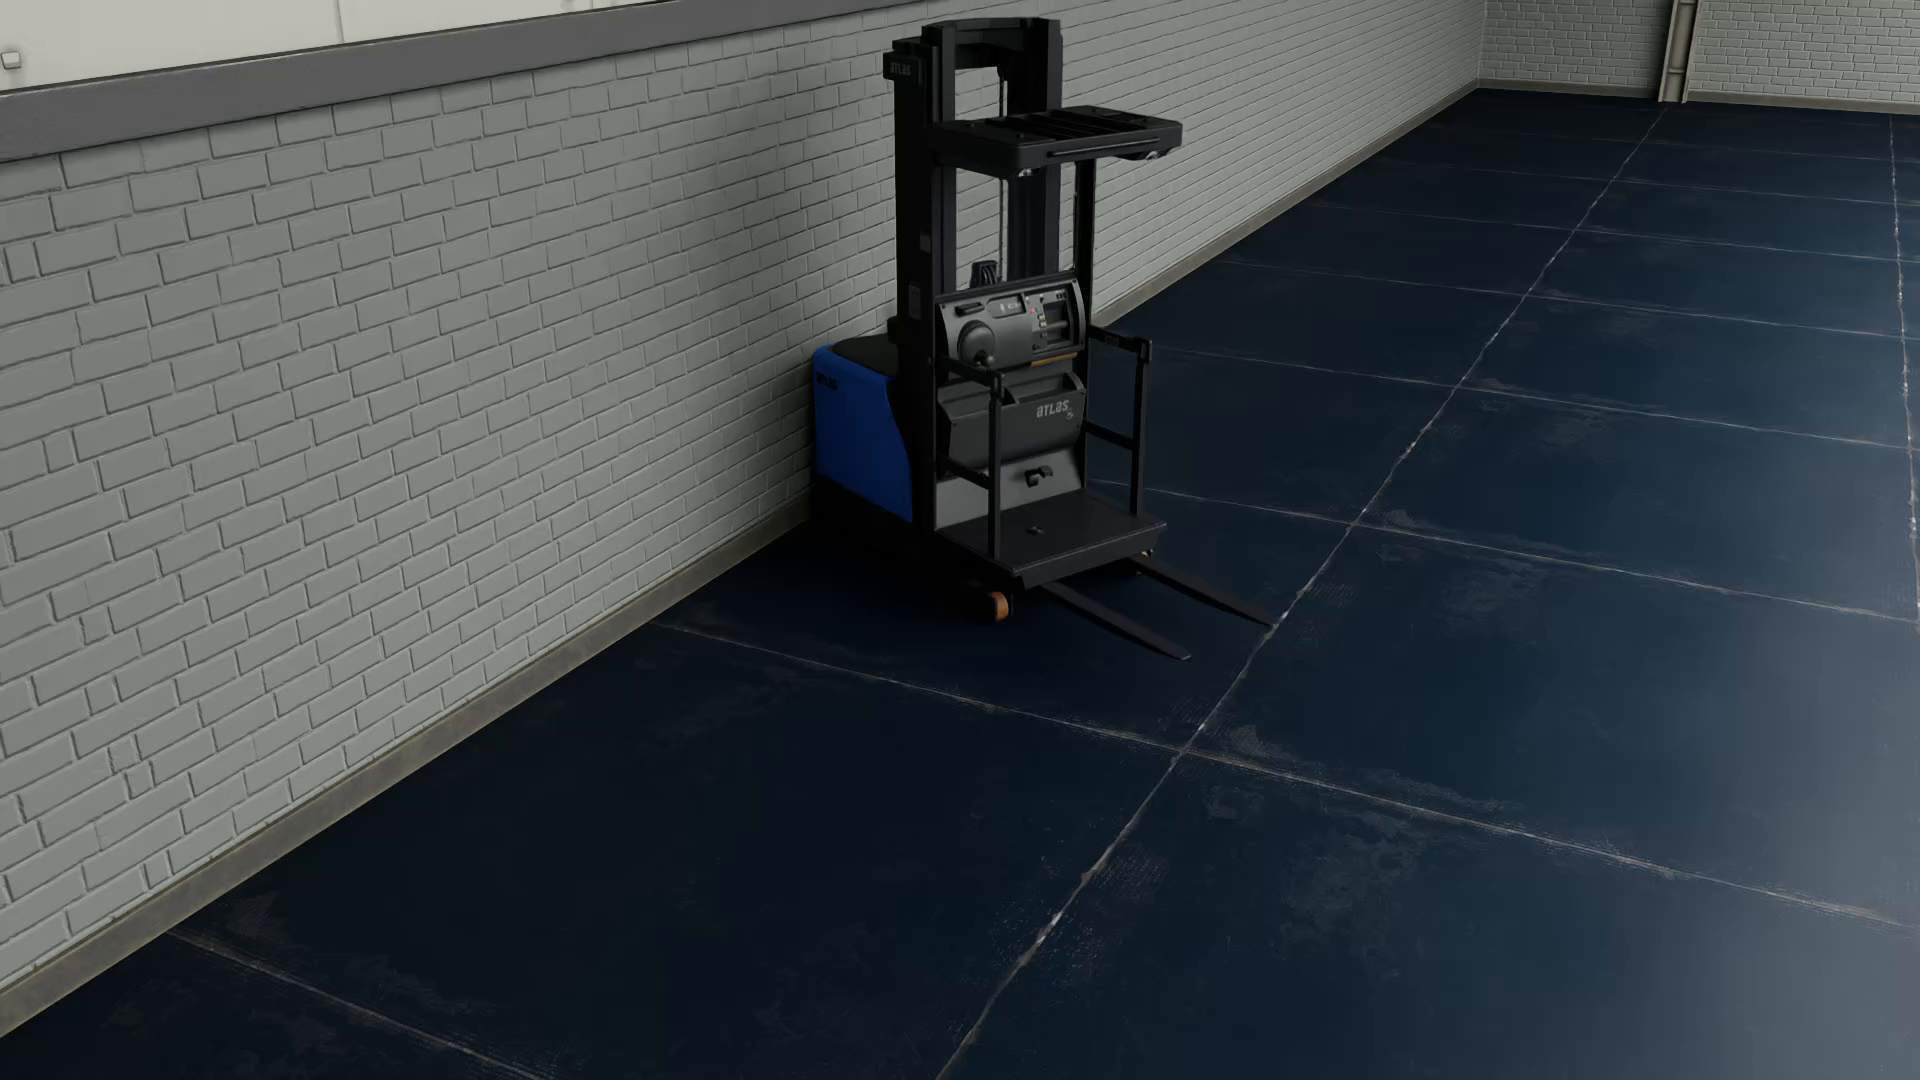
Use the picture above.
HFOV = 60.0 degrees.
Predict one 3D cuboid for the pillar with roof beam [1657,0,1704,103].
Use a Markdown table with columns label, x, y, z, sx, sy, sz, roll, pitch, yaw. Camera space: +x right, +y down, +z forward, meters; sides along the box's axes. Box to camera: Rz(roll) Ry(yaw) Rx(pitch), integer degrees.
| label | x | y | z | sx | sy | sz | roll | pitch | yaw |
| --- | --- | --- | --- | --- | --- | --- | --- | --- | --- |
| pillar with roof beam | 9.075 | -9.431 | 20.428 | 0.400 | 9.000 | 9.100 | 11 | 25 | 25 |

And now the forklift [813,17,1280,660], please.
| label | x | y | z | sx | sy | sz | roll | pitch | yaw |
| --- | --- | --- | --- | --- | --- | --- | --- | --- | --- |
| forklift | 0.412 | -1.132 | 8.667 | 1.130 | 2.935 | 3.031 | -16 | 28 | -33 |
